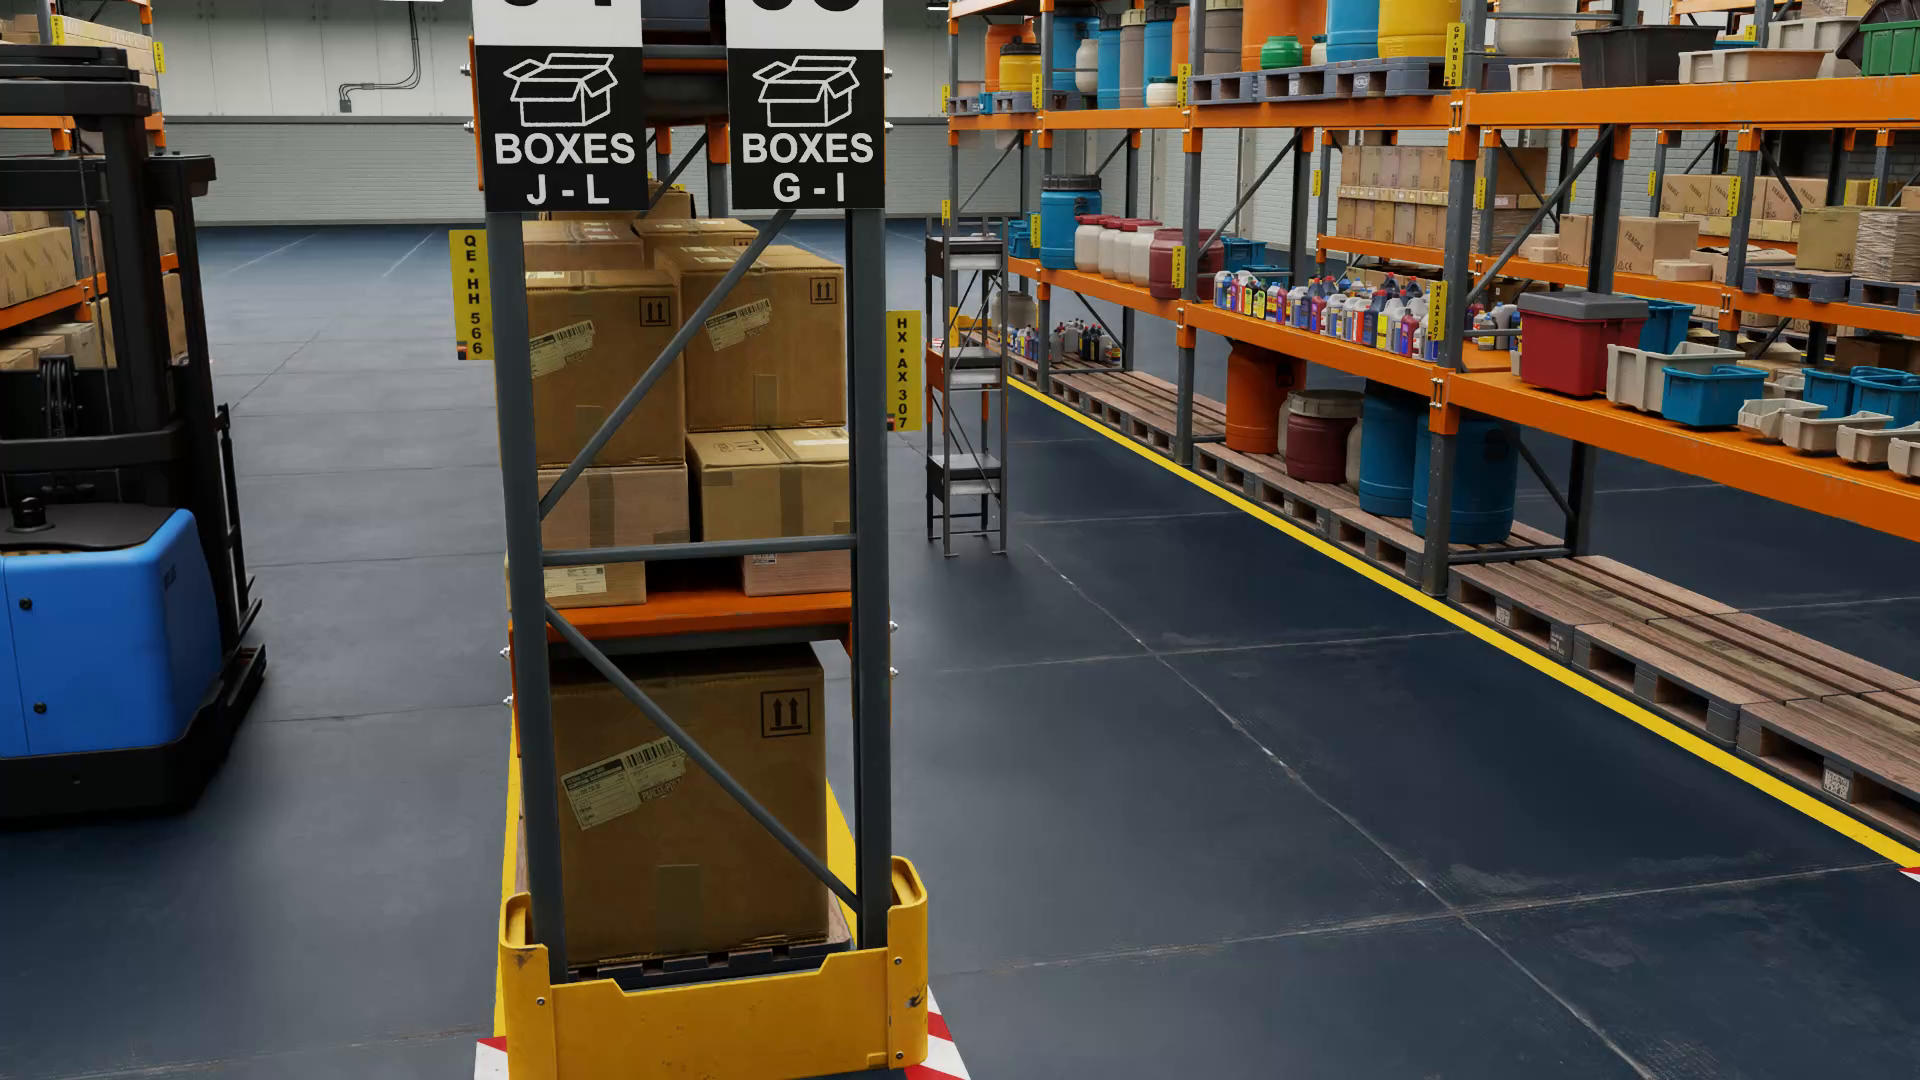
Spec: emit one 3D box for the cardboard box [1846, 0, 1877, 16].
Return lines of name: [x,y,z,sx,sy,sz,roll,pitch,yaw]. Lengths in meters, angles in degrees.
cardboard box: [7.273,-4.136,12.897,0.500,0.500,0.500,-3,14,-13]

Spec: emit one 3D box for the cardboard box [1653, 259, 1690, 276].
cardboard box: [6.703,-2.532,15.499,0.380,0.149,0.250,-2,14,-9]

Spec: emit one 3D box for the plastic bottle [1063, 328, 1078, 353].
plastic bottle: [1.234,-2.238,18.579,0.152,0.276,0.135,-3,14,-13]

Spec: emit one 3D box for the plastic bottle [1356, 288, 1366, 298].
plastic bottle: [2.929,-1.728,12.100,0.097,0.201,0.097,0,14,0]

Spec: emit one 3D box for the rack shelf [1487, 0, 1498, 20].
rack shelf: [5.648,-6.118,19.365,1.077,0.370,4.000,-3,14,-13]

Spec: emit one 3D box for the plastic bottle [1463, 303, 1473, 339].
plastic bottle: [3.225,-1.446,10.788,0.152,0.276,0.135,-3,14,-13]

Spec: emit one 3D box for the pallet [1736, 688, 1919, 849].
pallet: [3.964,0.920,6.716,1.003,0.211,1.213,-3,14,-13]

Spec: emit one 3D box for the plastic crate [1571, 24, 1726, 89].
plastic crate: [3.206,-2.257,7.799,0.497,0.269,0.590,-3,14,-13]

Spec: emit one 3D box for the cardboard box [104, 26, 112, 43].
cardboard box: [-8.470,-4.910,16.138,0.380,0.149,0.250,-3,14,-13]

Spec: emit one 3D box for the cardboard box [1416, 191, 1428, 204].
cardboard box: [5.549,-3.993,19.374,0.380,0.149,0.250,-3,14,-12]

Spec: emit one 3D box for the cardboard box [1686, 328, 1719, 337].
cardboard box: [6.971,-1.879,16.026,0.500,0.311,0.500,-4,14,-15]

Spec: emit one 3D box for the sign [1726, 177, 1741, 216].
sign: [6.518,-2.894,14.011,0.100,0.325,0.005,-3,14,-13]

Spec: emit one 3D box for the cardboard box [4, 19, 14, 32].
cardboard box: [-8.929,-4.697,15.265,0.380,0.149,0.250,-3,14,-12]

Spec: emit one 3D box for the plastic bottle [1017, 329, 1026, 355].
plastic bottle: [0.715,-2.190,18.383,0.152,0.276,0.135,-3,14,-12]

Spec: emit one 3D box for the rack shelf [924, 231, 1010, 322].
rack shelf: [0.039,-1.649,10.359,0.431,0.518,0.480,-3,14,-13]

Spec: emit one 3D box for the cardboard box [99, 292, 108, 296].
cardboard box: [-8.652,-2.010,16.425,0.875,0.875,0.875,-3,14,-13]

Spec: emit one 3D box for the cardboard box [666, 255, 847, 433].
cardboard box: [-0.662,-0.643,5.348,0.500,0.500,0.500,-4,14,-15]

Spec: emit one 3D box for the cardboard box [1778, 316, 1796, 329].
cardboard box: [10.576,-2.761,20.990,0.380,0.149,0.250,-4,14,-18]

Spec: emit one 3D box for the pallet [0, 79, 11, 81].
pallet: [-8.094,-3.637,13.575,0.805,0.209,1.217,-4,14,-15]

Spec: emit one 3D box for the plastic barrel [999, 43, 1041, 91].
plastic barrel: [0.754,-5.430,19.230,0.600,0.588,0.600,0,14,0]

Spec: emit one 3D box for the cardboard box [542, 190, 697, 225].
cardboard box: [-1.792,-1.572,8.715,0.797,0.503,0.637,-4,14,-15]

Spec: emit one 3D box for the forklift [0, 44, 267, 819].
forklift: [-3.878,-0.652,7.419,1.130,2.935,3.031,-3,14,-14]

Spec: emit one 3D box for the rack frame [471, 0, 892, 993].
rack frame: [-0.694,0.034,4.468,1.000,3.000,0.127,-3,14,-13]

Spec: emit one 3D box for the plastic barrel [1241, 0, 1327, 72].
plastic barrel: [2.372,-3.826,12.158,0.600,0.830,0.708,-3,14,-13]

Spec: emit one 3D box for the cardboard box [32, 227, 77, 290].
cardboard box: [-7.975,-2.424,14.319,0.500,0.500,0.500,-3,14,-14]

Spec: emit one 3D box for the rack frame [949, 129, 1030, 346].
rack frame: [0.363,-3.933,20.706,1.000,3.000,0.127,-3,14,-13]

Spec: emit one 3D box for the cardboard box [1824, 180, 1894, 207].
cardboard box: [10.520,-3.956,19.491,0.500,0.500,0.500,-3,14,-13]

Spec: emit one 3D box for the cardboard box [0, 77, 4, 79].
cardboard box: [-8.813,-4.193,14.884,0.380,0.149,0.250,-3,14,-12]

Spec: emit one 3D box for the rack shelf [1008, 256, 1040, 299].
rack shelf: [0.832,-3.122,18.903,1.077,0.370,4.000,-3,14,-13]

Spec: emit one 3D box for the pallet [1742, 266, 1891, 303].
pallet: [7.285,-2.117,13.677,1.213,0.211,1.003,-3,14,-13]

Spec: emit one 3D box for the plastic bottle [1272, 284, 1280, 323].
plastic bottle: [2.247,-1.666,11.696,0.097,0.271,0.097,0,14,0]

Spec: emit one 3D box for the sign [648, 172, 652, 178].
sign: [-2.974,-3.329,15.791,0.100,0.325,0.005,-3,14,-13]

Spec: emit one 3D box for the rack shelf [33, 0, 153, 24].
rack shelf: [-8.827,-5.313,16.072,1.077,0.370,4.000,-3,14,-13]

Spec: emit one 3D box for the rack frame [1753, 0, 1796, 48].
rack frame: [7.057,-5.277,13.566,1.000,3.000,0.127,-3,14,-13]

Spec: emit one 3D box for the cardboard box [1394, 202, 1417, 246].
cardboard box: [5.642,-3.792,19.916,0.700,0.500,0.500,-3,14,-11]

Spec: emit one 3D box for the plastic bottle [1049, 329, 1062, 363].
plastic bottle: [1.011,-2.078,17.766,0.144,0.351,0.185,-3,14,-13]

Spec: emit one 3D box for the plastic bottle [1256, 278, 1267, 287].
plastic bottle: [2.197,-1.776,12.146,0.097,0.271,0.097,0,14,0]

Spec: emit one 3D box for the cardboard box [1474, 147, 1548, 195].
cardboard box: [6.007,-4.066,18.307,0.700,0.500,0.500,-3,14,-13]

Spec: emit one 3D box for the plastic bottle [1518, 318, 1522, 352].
plastic bottle: [3.404,-1.249,9.825,0.144,0.351,0.185,-3,14,-13]

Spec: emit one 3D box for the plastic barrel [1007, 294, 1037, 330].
plastic barrel: [0.709,-2.665,19.874,0.421,0.512,0.421,0,14,0]

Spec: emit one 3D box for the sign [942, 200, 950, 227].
sign: [-0.173,-4.038,20.551,0.100,0.325,0.005,-3,14,-13]

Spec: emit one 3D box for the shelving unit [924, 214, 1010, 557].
shelving unit: [0.039,-0.982,10.522,0.431,2.100,0.503,-3,14,-13]

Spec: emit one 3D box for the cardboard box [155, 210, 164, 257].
cardboard box: [-9.015,-3.268,17.667,0.875,0.550,0.550,-3,14,-13]

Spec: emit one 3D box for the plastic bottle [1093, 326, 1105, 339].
plastic bottle: [1.516,-2.147,18.048,0.144,0.351,0.185,-3,14,-12]

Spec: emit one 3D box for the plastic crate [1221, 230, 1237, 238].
plastic crate: [2.159,-2.509,14.740,0.402,0.464,0.583,-3,14,-13]

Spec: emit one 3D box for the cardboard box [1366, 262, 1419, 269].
cardboard box: [5.594,-3.334,21.581,0.500,0.500,0.500,-3,14,-13]

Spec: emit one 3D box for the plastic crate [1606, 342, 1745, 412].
plastic crate: [3.360,-0.774,7.898,0.437,0.282,0.530,-3,14,-13]

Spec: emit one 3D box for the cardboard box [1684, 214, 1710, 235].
cardboard box: [9.934,-4.173,21.961,0.500,0.250,0.500,-4,14,-15]

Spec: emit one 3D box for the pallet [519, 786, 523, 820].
pallet: [-1.241,0.928,6.685,1.003,0.211,1.213,-3,14,-13]

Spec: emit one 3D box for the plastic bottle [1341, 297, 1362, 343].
plastic bottle: [2.538,-1.409,10.636,0.152,0.276,0.135,-3,14,-13]

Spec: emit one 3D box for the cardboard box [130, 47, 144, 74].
cardboard box: [-8.794,-4.973,17.233,0.500,0.250,0.500,-3,14,-13]

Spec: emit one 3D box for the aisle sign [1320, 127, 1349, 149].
aisle sign: [4.865,-5.469,21.516,0.394,0.787,0.004,-3,14,-13]

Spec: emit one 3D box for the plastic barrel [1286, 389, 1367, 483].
plastic barrel: [2.638,-0.748,11.864,0.600,0.588,0.708,-3,14,-13]

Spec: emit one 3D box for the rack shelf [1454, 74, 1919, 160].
rack shelf: [3.651,-1.811,7.215,1.077,0.370,4.000,-3,14,-13]

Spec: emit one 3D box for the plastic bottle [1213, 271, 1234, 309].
plastic bottle: [2.029,-1.910,12.684,0.152,0.276,0.135,-3,14,-13]

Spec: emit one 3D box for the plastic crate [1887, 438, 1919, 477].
plastic crate: [3.753,-0.321,6.350,0.396,0.136,0.243,-3,14,-13]
